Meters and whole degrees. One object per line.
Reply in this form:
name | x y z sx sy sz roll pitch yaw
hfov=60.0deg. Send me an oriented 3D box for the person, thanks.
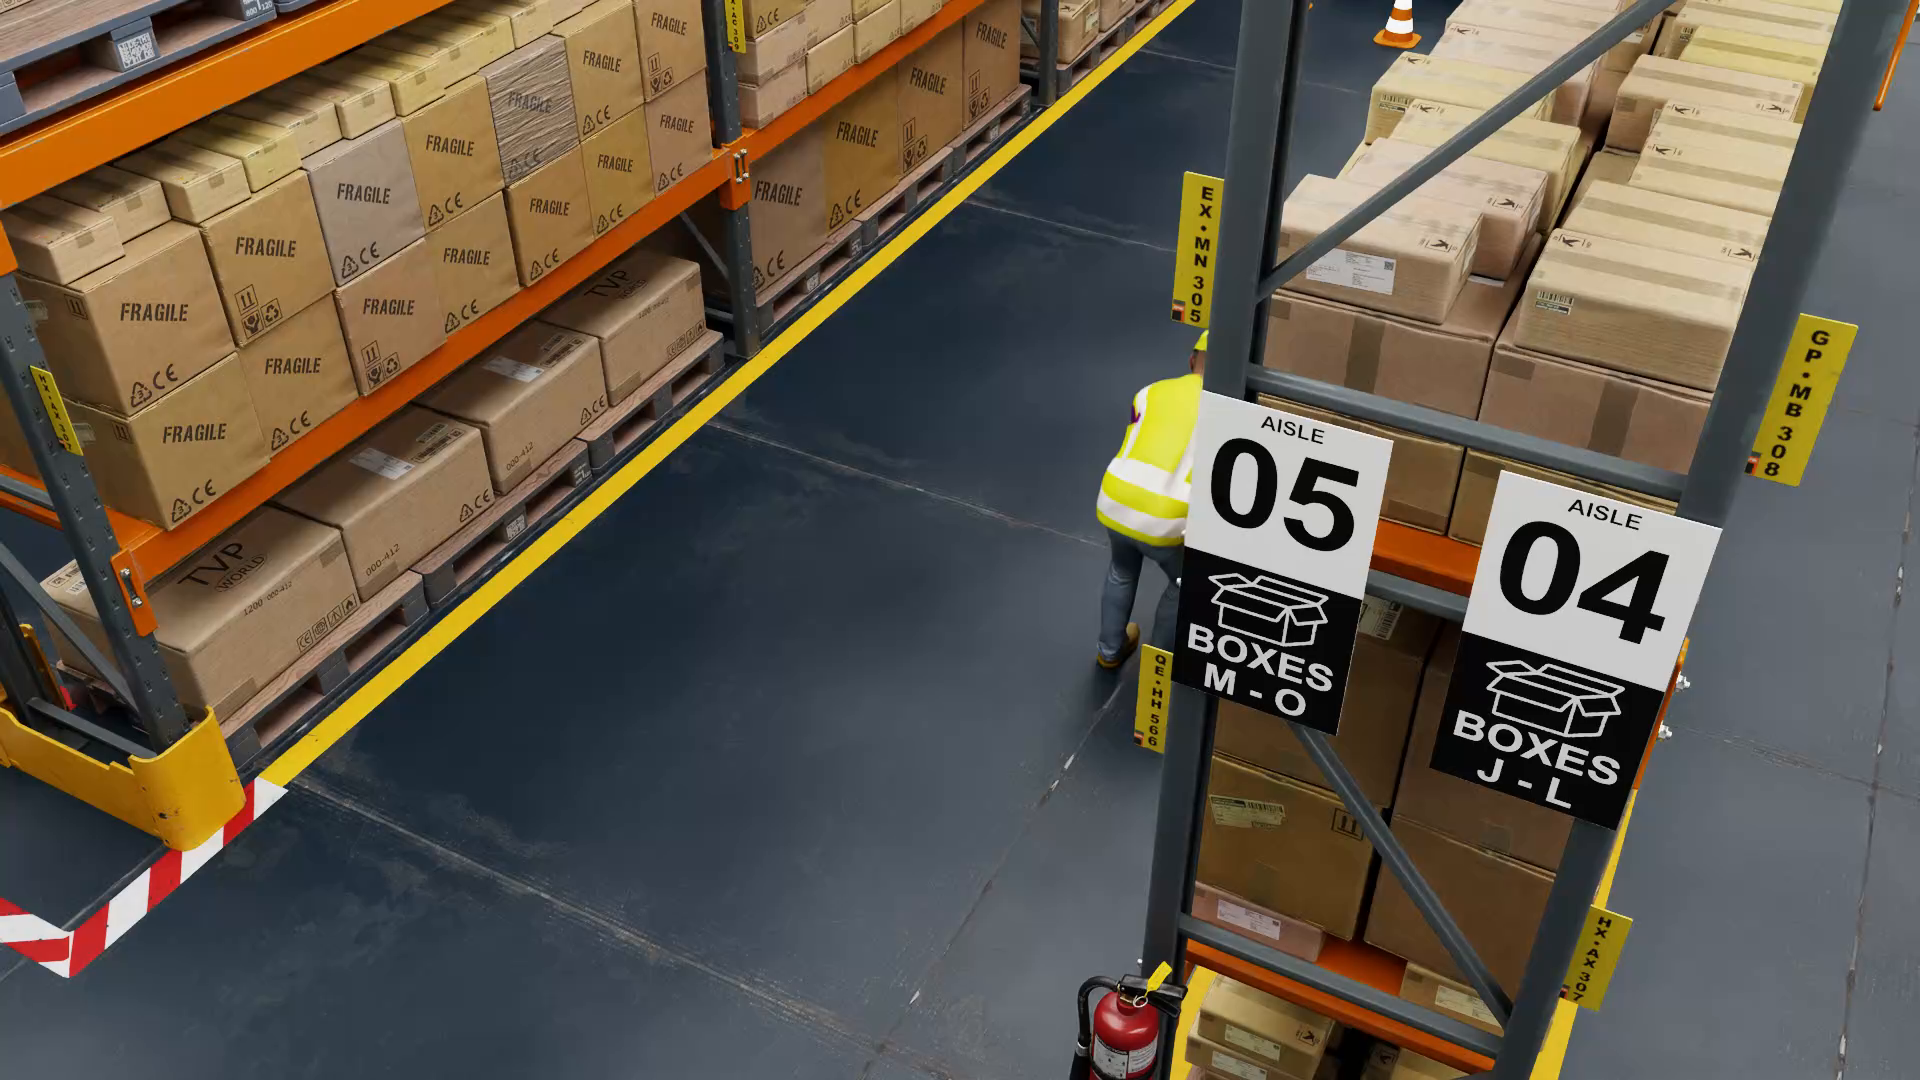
person | 0.907 -0.132 7.118 0.487 1.497 0.832 23 43 27
